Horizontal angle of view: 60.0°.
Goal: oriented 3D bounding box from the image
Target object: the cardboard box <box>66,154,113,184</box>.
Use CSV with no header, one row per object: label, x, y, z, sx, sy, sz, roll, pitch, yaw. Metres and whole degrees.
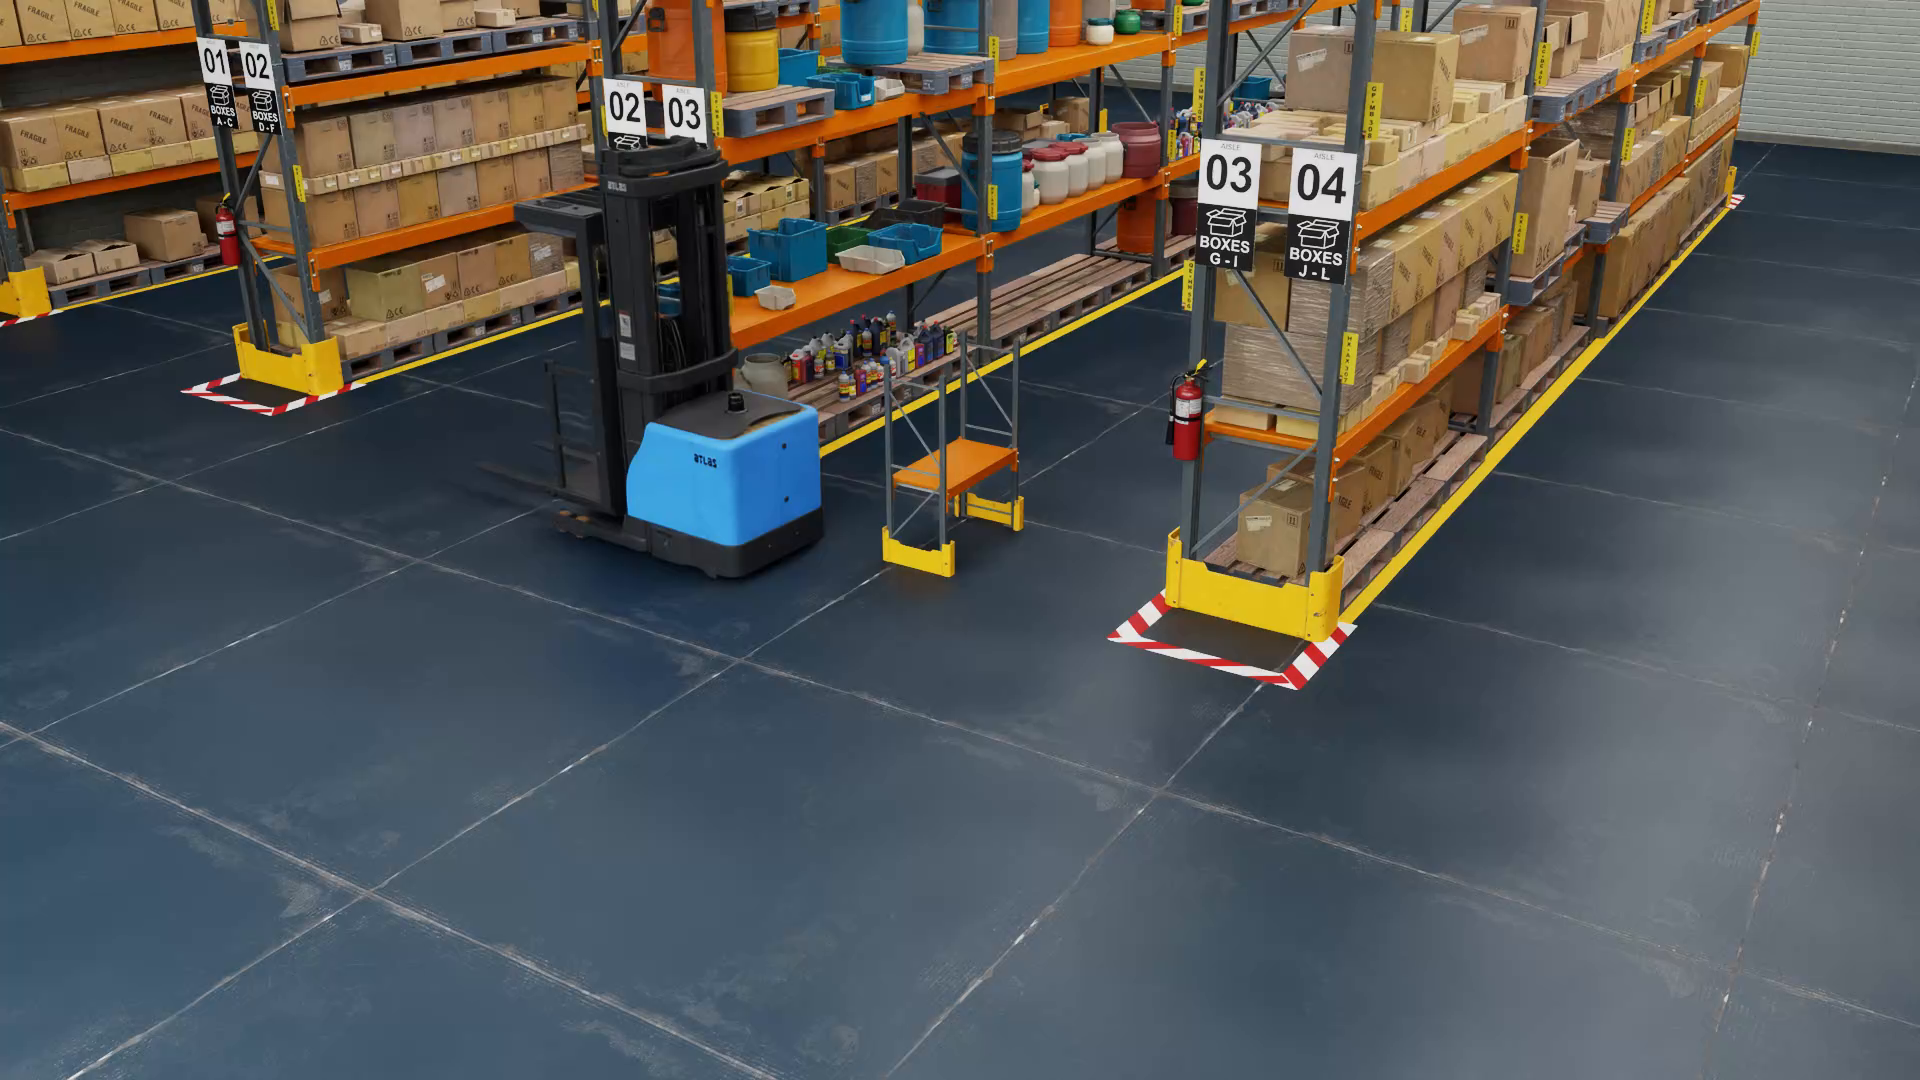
cardboard box,-9.887,-4.174,18.615,0.500,0.250,0.500,13,27,27

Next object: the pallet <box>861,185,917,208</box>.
pallet,-1.175,-4.995,23.858,1.003,0.211,1.213,14,27,29

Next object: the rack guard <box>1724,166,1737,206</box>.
rack guard,10.401,-5.104,23.746,1.175,0.500,0.348,14,27,29

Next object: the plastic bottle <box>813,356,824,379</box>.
plastic bottle,-1.318,-1.617,15.513,0.097,0.201,0.097,0,23,0

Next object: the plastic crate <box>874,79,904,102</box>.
plastic crate,-0.652,-3.860,14.282,0.243,0.136,0.396,14,27,29

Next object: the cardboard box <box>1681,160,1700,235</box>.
cardboard box,8.695,-4.317,20.927,0.875,0.875,0.875,14,27,29

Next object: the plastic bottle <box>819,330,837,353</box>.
plastic bottle,-1.251,-1.824,15.805,0.144,0.351,0.185,14,27,29

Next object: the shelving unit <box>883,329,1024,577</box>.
shelving unit,-0.040,-0.663,12.228,0.587,1.500,1.083,14,27,29

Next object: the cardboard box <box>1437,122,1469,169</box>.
cardboard box,3.224,-2.777,11.639,0.500,0.250,0.500,15,27,30

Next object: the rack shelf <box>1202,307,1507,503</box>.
rack shelf,3.004,-1.188,12.459,1.077,0.370,4.000,14,27,29

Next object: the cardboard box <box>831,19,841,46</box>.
cardboard box,-2.496,-9.321,29.963,0.980,0.700,0.700,15,28,31

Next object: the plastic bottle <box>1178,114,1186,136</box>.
plastic bottle,2.828,-5.275,21.158,0.097,0.271,0.097,0,23,0

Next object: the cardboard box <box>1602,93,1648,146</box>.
cardboard box,6.914,-4.512,17.844,0.797,0.503,0.637,15,27,30

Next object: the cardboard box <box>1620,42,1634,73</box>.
cardboard box,6.126,-4.639,15.939,0.500,0.250,0.500,14,27,29

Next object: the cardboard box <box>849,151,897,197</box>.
cardboard box,-1.222,-5.115,23.218,0.500,0.500,0.500,13,27,28

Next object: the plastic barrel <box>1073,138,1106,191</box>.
plastic barrel,1.377,-4.098,18.136,0.421,0.512,0.421,0,23,0

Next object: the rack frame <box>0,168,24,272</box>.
rack frame,-10.676,-3.957,17.950,1.000,3.000,0.127,14,27,29

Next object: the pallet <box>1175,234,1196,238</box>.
pallet,2.986,-3.986,21.528,1.003,0.211,1.213,14,27,29

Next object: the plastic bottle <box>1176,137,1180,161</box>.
plastic bottle,2.548,-4.634,19.675,0.097,0.271,0.097,0,23,0

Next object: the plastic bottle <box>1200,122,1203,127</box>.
plastic bottle,3.083,-5.144,20.755,0.144,0.351,0.185,14,27,29

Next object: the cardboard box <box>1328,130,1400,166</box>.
cardboard box,2.509,-2.445,10.370,0.380,0.149,0.250,15,27,30

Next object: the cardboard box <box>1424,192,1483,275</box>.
cardboard box,3.528,-2.287,12.334,0.500,0.500,0.500,14,27,29

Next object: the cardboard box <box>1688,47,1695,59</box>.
cardboard box,9.642,-6.381,22.420,0.500,0.500,0.500,13,27,28

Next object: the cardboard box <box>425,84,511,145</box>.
cardboard box,-5.114,-4.421,17.263,0.700,0.500,0.500,14,27,29

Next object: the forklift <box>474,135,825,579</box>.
forklift,-2.513,-1.513,12.392,3.031,2.935,1.130,16,28,32

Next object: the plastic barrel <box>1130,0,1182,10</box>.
plastic barrel,2.263,-6.538,19.068,0.600,0.830,0.708,14,27,29

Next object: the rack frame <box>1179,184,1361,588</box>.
rack frame,1.949,-0.843,10.757,1.000,3.000,0.127,14,27,29

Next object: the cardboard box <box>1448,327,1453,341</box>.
cardboard box,3.591,-1.625,12.879,0.380,0.149,0.250,14,27,29

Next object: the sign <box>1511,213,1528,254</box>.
sign,4.524,-2.479,13.447,0.100,0.325,0.005,14,27,29

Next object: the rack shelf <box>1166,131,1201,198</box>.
rack shelf,3.016,-4.926,21.094,1.077,0.370,4.000,14,27,29

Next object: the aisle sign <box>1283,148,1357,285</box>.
aisle sign,2.171,-1.952,10.047,0.394,0.787,0.004,14,27,29

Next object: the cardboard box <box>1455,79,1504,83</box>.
cardboard box,3.914,-3.442,12.673,0.380,0.149,0.250,14,27,30

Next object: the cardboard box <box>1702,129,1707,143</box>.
cardboard box,9.132,-5.075,20.848,0.380,0.149,0.250,13,27,28

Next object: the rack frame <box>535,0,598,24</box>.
rack frame,-4.355,-7.023,17.482,1.000,3.000,0.127,14,27,29

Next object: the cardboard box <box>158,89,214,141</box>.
cardboard box,-9.086,-5.030,19.648,0.500,0.500,0.500,13,27,27

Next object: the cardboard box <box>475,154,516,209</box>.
cardboard box,-5.125,-3.817,17.501,0.700,0.500,0.500,14,27,30

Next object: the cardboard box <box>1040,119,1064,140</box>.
cardboard box,1.370,-6.711,27.219,0.500,0.250,0.500,14,27,29

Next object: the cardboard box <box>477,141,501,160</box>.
cardboard box,-4.988,-4.049,17.220,0.380,0.149,0.250,15,27,30

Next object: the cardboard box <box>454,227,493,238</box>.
cardboard box,-5.393,-3.117,17.998,0.500,0.500,0.500,14,27,29

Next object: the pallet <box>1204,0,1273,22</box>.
pallet,3.145,-6.552,20.408,1.003,0.211,1.213,14,27,29

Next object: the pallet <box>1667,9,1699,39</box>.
pallet,7.837,-5.862,18.816,0.805,0.209,1.217,13,26,27

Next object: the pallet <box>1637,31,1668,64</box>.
pallet,6.463,-5.061,16.963,1.213,0.211,1.003,15,28,31

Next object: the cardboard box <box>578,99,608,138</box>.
cardboard box,-5.489,-6.378,25.721,0.750,0.750,0.750,14,27,29

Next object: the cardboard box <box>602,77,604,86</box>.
cardboard box,-5.575,-6.969,25.199,0.380,0.149,0.250,15,27,30

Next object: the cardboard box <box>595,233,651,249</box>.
cardboard box,-3.926,-3.546,19.227,0.500,0.311,0.500,14,27,29

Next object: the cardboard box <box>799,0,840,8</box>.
cardboard box,-2.044,-7.197,21.533,0.910,0.500,0.500,14,27,29

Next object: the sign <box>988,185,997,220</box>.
sign,0.312,-3.239,15.943,0.100,0.325,0.005,14,27,29

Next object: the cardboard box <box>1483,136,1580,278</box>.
cardboard box,4.597,-2.900,14.225,1.000,1.000,1.000,14,27,29

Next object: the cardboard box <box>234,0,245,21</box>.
cardboard box,-8.623,-6.515,19.934,0.500,0.500,0.500,15,27,30

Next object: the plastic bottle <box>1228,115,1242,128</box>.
plastic bottle,3.486,-5.256,21.107,0.152,0.276,0.135,14,27,29

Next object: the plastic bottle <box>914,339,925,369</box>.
plastic bottle,-0.396,-1.780,15.787,0.061,0.283,0.133,16,28,32

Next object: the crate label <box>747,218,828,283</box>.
crate label,-1.518,-2.575,14.713,0.502,0.435,0.616,14,27,29

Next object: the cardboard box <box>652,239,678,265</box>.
cardboard box,-3.661,-3.457,19.729,0.500,0.250,0.500,15,27,30

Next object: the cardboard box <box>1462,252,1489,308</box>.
cardboard box,3.769,-2.236,13.476,0.875,0.500,0.500,14,27,29

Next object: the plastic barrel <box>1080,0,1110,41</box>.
plastic barrel,1.343,-5.956,18.161,0.600,0.901,0.600,0,23,0

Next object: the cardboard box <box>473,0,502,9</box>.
cardboard box,-5.130,-5.566,17.298,0.500,0.311,0.500,12,26,26
